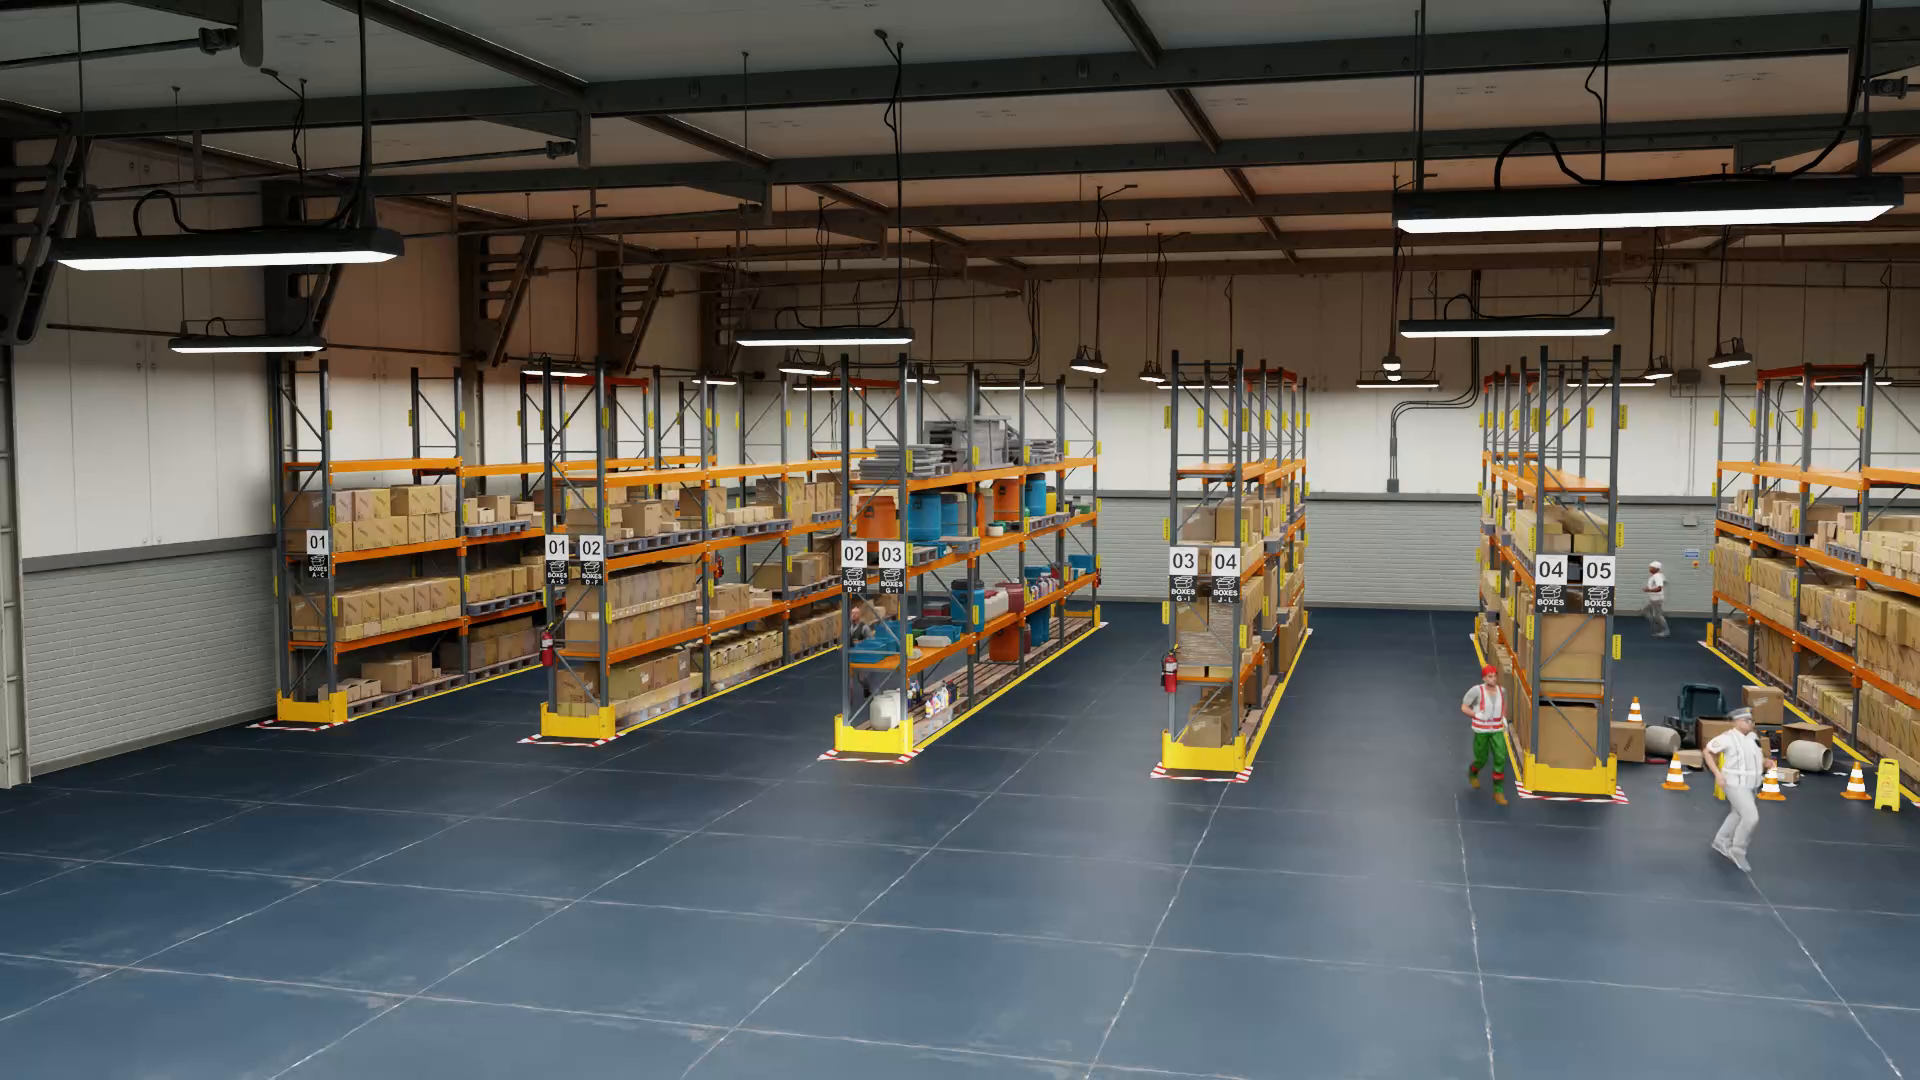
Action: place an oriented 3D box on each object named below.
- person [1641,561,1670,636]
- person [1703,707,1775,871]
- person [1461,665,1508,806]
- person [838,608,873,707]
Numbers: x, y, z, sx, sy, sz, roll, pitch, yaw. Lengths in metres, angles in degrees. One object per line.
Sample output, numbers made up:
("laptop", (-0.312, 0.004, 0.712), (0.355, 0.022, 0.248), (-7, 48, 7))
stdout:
("person", (16.045, 1.376, 38.328), (0.658, 1.769, 0.707), (1, 4, 14))
("person", (8.782, 2.786, 18.691), (0.637, 1.848, 0.764), (-3, 5, -31))
("person", (6.961, 2.532, 21.978), (0.694, 1.788, 0.947), (0, 4, -5))
("person", (-1.844, 2.050, 29.204), (0.668, 1.698, 0.864), (1, 4, 14))
